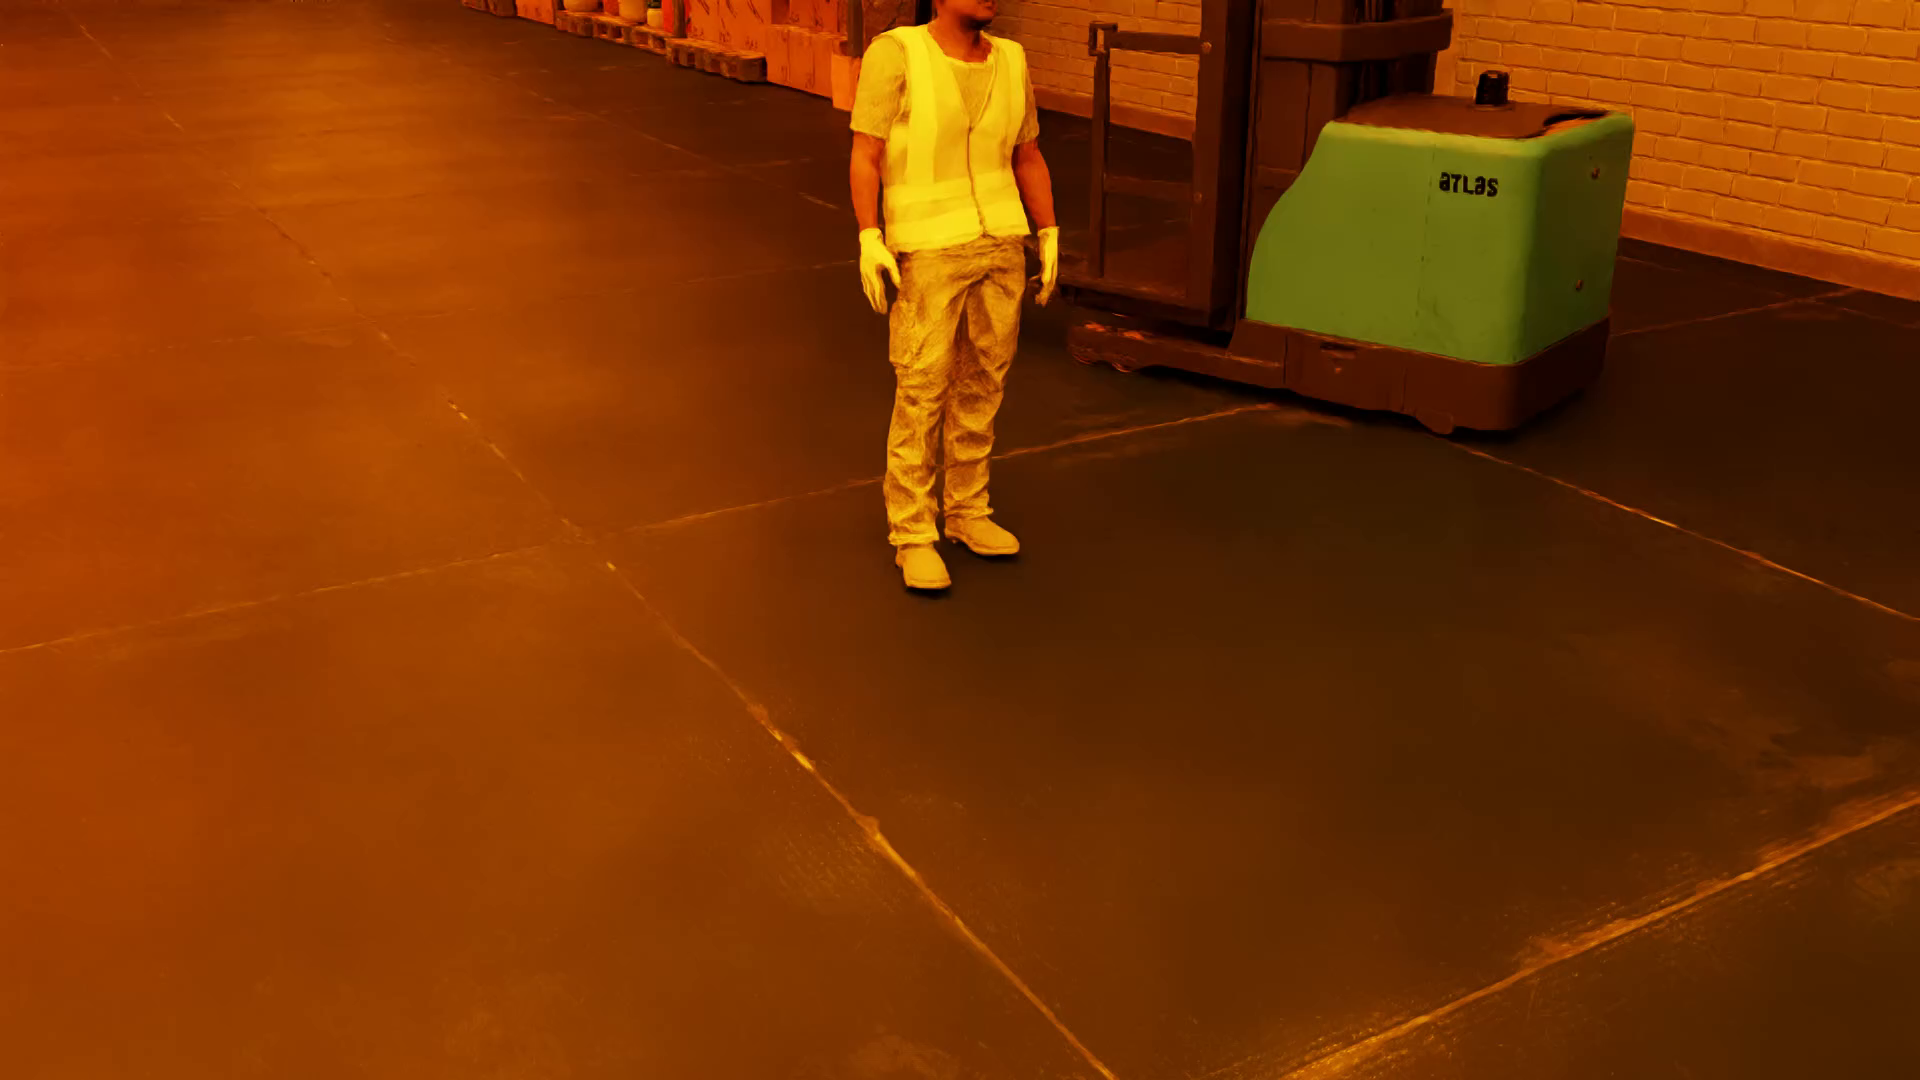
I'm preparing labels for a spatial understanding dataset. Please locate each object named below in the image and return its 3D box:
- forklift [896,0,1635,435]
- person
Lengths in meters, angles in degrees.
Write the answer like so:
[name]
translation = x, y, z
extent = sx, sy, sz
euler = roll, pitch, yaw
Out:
[forklift]
translation = 1.076, -2.178, 6.583
extent = 3.031, 2.935, 1.130
euler = 18, 28, 36
[person]
translation = 0.029, -0.806, 4.732
extent = 0.655, 1.782, 0.576
euler = -12, 25, -28
